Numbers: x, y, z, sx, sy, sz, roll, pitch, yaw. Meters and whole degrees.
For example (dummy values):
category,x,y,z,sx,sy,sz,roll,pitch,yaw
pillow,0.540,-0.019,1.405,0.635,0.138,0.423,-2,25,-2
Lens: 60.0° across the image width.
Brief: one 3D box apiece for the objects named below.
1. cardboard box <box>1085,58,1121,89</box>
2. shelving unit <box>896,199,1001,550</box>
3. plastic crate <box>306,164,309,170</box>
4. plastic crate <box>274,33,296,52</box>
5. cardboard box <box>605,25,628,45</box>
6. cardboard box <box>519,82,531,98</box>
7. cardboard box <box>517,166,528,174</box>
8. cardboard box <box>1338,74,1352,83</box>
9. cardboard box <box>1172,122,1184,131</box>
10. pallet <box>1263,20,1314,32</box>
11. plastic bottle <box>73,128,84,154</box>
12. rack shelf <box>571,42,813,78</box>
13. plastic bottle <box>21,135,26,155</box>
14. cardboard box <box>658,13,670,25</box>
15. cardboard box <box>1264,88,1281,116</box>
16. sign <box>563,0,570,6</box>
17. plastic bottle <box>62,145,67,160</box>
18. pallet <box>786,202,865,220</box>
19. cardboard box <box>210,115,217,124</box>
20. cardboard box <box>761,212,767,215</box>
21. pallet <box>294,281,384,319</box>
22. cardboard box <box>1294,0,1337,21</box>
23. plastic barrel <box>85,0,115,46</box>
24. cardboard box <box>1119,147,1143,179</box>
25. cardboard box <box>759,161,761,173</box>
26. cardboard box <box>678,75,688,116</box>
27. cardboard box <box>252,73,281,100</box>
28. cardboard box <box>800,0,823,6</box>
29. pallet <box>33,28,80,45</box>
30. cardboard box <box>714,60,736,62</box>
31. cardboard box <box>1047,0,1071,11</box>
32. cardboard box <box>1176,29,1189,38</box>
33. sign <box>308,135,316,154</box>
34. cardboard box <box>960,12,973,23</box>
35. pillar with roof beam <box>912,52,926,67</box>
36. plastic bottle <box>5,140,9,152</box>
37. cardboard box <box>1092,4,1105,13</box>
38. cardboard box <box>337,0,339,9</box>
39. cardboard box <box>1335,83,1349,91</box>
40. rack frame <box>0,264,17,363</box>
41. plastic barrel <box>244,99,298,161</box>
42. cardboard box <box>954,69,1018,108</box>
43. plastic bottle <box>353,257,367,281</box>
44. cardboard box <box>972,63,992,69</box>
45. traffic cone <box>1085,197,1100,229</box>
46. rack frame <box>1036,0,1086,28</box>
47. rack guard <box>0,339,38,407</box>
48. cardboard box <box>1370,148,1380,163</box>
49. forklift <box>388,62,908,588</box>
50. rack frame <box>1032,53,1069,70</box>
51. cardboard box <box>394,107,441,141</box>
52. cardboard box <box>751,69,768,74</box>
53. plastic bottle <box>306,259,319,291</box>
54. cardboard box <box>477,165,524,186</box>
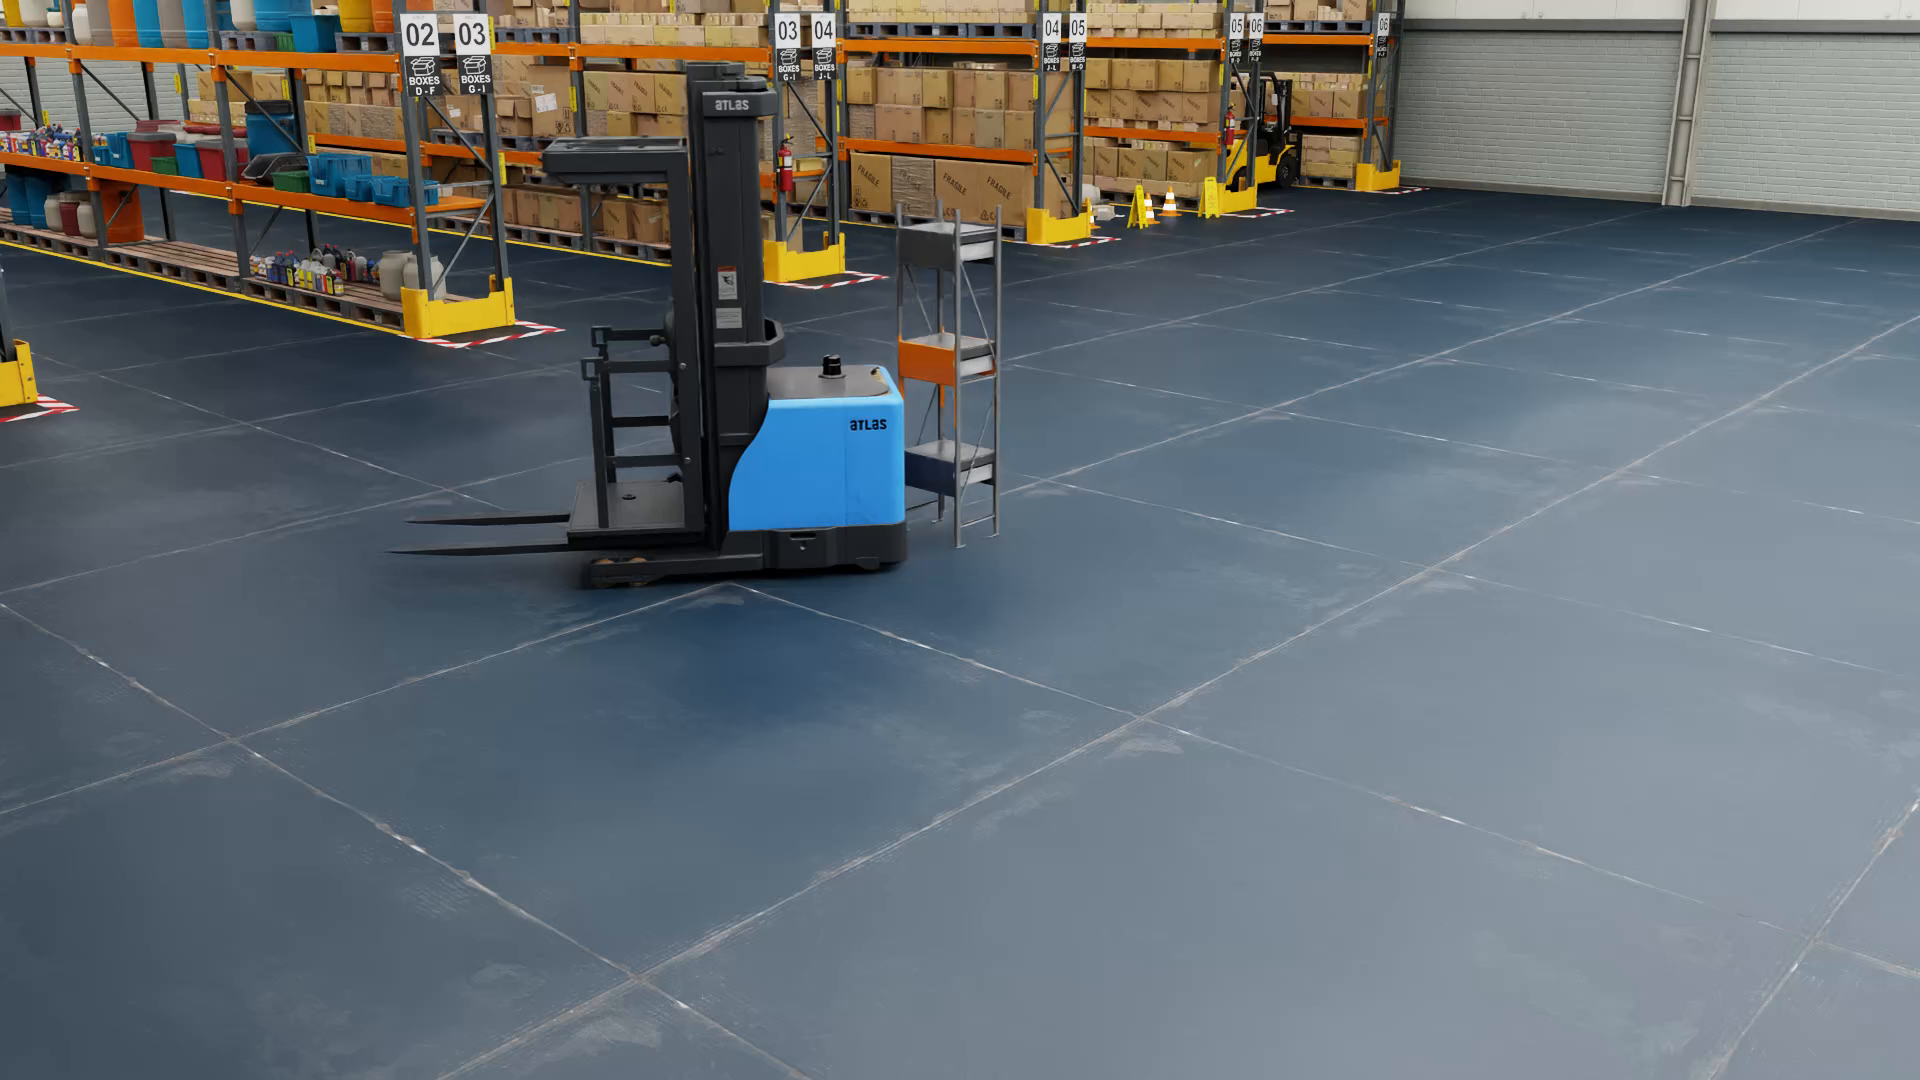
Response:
category,x,y,z,sx,sy,sz,roll,pitch,yaw
cardboard box,2.576,-8.142,28.998,0.500,0.500,0.700,14,23,38
shelving unit,-0.070,-1.035,10.403,0.503,2.100,0.431,15,23,40
plastic crate,-7.192,-4.233,19.238,0.616,0.251,0.499,15,23,39
plastic crate,-7.201,-5.415,18.108,0.450,0.188,0.336,15,23,39
cardboard box,-4.347,-6.691,22.024,0.500,0.250,0.500,15,23,39
cardboard box,-8.078,-8.517,31.831,0.500,0.500,0.500,15,23,39
cardboard box,-8.427,-7.246,32.505,0.250,0.149,0.380,14,22,37
cardboard box,7.336,-8.714,31.381,0.250,0.149,0.380,15,23,39
cardboard box,3.795,-7.014,28.168,0.250,0.149,0.380,15,23,38
pallet,6.521,-9.929,32.126,1.213,0.211,1.003,15,23,39
plastic bottle,-12.455,-5.655,23.553,0.185,0.351,0.144,15,23,39
rack shelf,-3.417,-6.271,21.643,4.000,0.370,1.077,15,23,39
plastic bottle,-13.156,-5.569,23.413,0.097,0.271,0.097,0,18,0
cardboard box,-3.658,-6.702,21.400,0.250,0.149,0.380,16,23,41
cardboard box,6.258,-8.543,32.407,0.500,0.500,0.500,15,23,40
sign,-5.278,-7.323,22.264,0.005,0.325,0.100,15,23,39
plastic bottle,-12.097,-5.251,22.529,0.097,0.201,0.097,0,18,0
pallet,-2.172,-5.496,27.582,1.213,0.211,1.003,15,23,39
cardboard box,-13.261,-7.575,29.936,0.250,0.149,0.380,15,23,38
cardboard box,-2.847,-4.033,21.798,0.500,0.500,0.500,-11,21,-31
pallet,-6.809,-2.747,18.918,1.213,0.211,1.003,15,23,39
cardboard box,6.756,-10.136,31.607,0.500,0.500,0.700,15,23,40
plastic barrel,-10.722,-6.723,21.049,0.600,0.901,0.600,0,18,0
cardboard box,3.119,-6.581,29.000,0.500,0.500,0.500,14,23,38
cardboard box,-2.458,-4.724,20.953,0.250,0.149,0.380,15,23,39
cardboard box,-3.246,-5.703,21.314,0.500,0.500,0.500,15,23,39
cardboard box,-11.789,-7.753,28.599,0.500,0.500,0.500,15,23,40
cardboard box,-2.837,-10.597,33.225,0.500,0.500,0.500,15,23,40
pallet,-11.699,-6.784,22.382,1.213,0.211,1.003,15,23,39
cardboard box,-4.854,-9.991,35.315,0.500,0.500,0.500,15,23,39
cardboard box,1.256,-7.787,24.128,0.500,0.250,0.500,15,23,39
cardboard box,3.820,-8.447,27.725,0.250,0.149,0.380,16,24,41
sign,-7.827,-4.719,20.066,0.005,0.325,0.100,15,23,39
cardboard box,0.212,-7.637,24.313,0.250,0.149,0.380,15,23,38
pillar with roof beam,-3.806,-12.787,36.027,0.400,9.000,9.100,15,23,39
plastic bottle,-13.603,-5.656,23.802,0.097,0.201,0.097,0,18,0
cardboard box,2.487,-9.183,28.727,0.250,0.149,0.380,14,22,37
cardboard box,-9.446,-8.473,26.528,0.637,0.503,0.797,15,23,39
cardboard box,7.293,-8.556,31.375,0.250,0.149,0.380,16,23,40
rack frame,-8.499,-2.542,13.663,0.127,3.000,1.000,15,23,39
plastic barrel,-8.288,-4.850,20.107,0.708,0.901,0.600,15,23,39
cardboard box,0.394,-6.787,25.005,0.550,0.550,0.875,15,23,39
plastic bottle,-7.023,-3.176,19.435,0.135,0.276,0.152,16,23,40
cardboard box,0.425,-8.753,30.811,0.250,0.149,0.380,14,22,37
traffic cone,1.992,-5.103,25.927,0.334,0.463,0.336,15,23,39
rack frame,1.447,-8.744,23.287,0.127,3.000,1.000,15,23,39
rack guard,-8.481,-1.346,14.026,0.348,0.500,1.175,15,23,39
cardboard box,7.735,-7.418,32.051,0.500,0.250,0.500,16,23,40
forklift,-1.879,-1.287,9.821,3.031,2.935,1.130,-3,18,-8
rack frame,1.665,-7.828,30.318,0.127,3.000,1.000,15,23,39
cardboard box,-8.438,-6.480,25.905,0.500,0.500,0.500,16,24,41
cardboard box,-3.061,-7.616,27.833,0.500,0.500,0.700,15,23,39
plastic bottle,-7.274,-2.996,18.744,0.185,0.351,0.144,16,24,41
cardboard box,-6.980,-5.533,25.251,0.500,0.250,0.500,-15,23,-40
